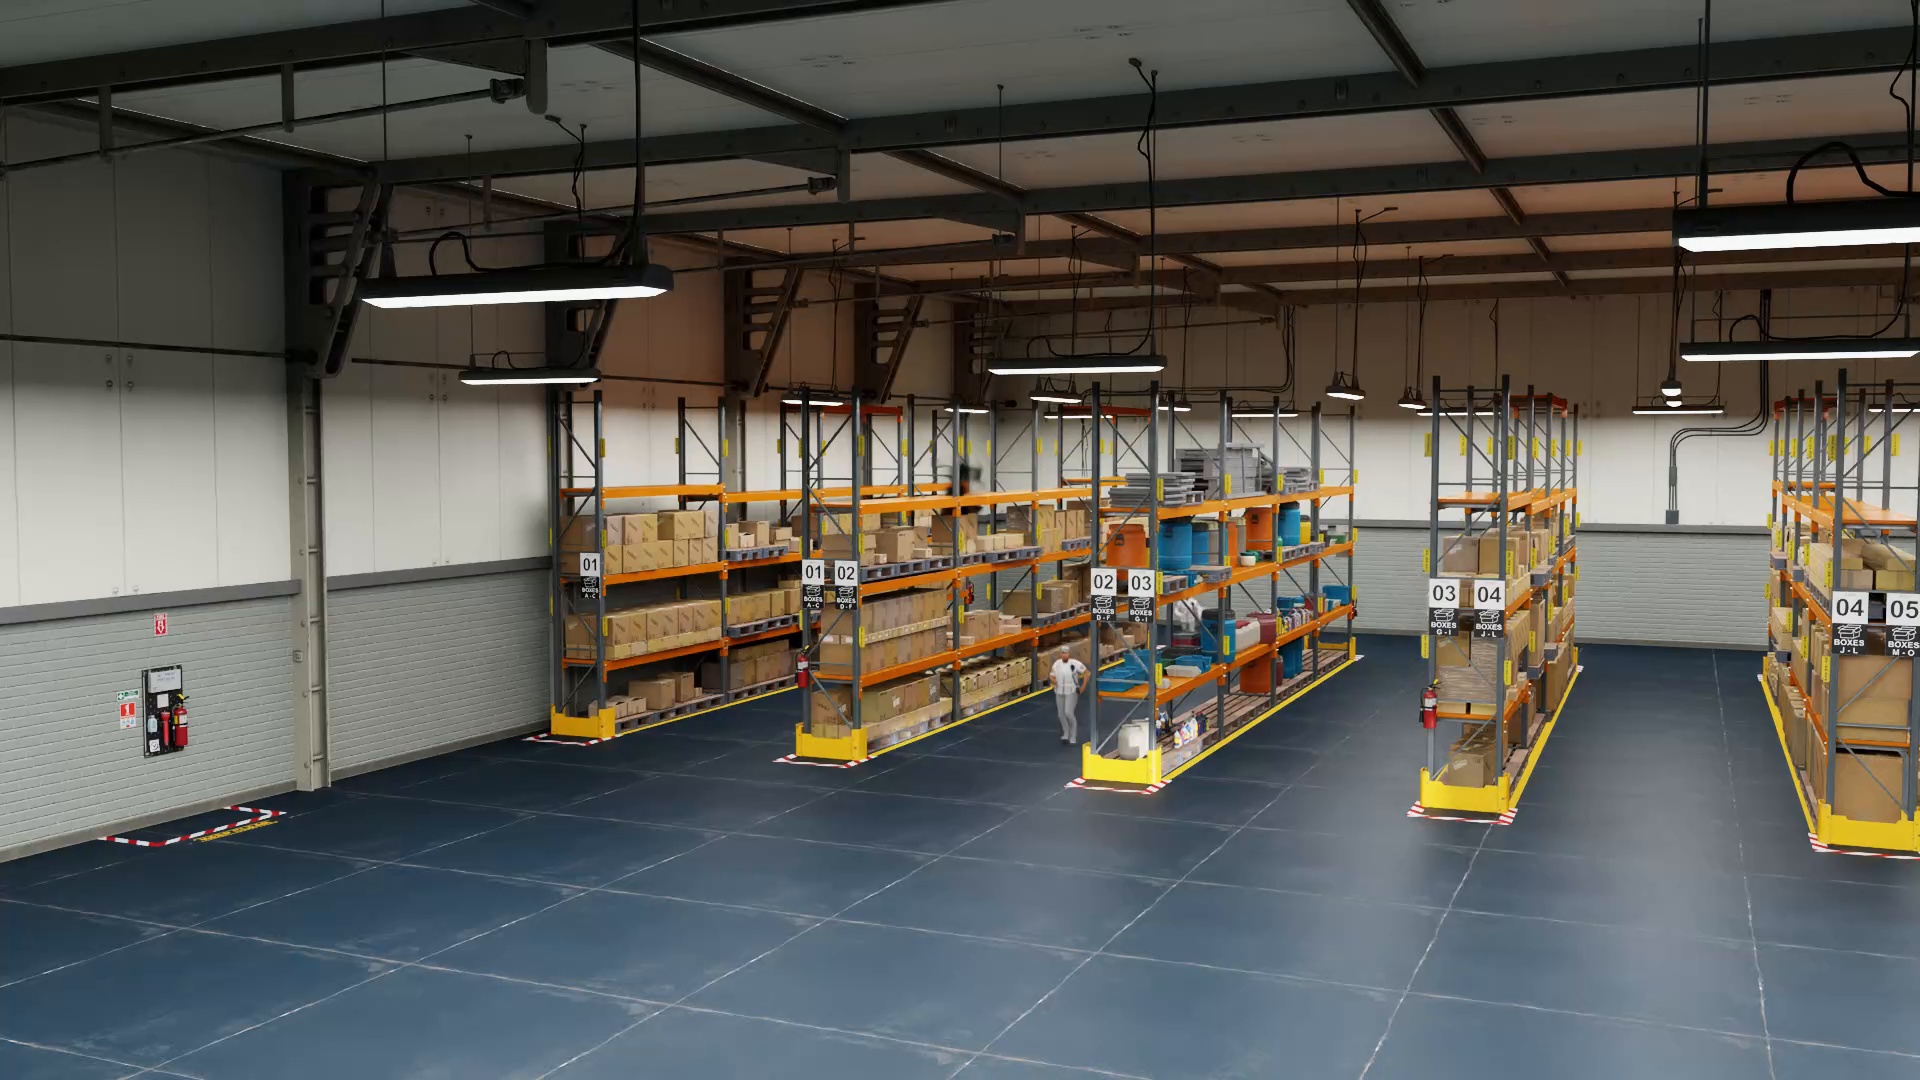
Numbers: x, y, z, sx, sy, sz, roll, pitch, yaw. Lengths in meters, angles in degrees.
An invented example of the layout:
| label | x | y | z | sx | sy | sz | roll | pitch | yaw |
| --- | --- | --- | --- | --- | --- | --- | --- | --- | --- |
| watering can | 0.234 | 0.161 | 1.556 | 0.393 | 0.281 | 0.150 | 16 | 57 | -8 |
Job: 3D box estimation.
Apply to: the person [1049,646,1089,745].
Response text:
| label | x | y | z | sx | sy | sz | roll | pitch | yaw |
| --- | --- | --- | --- | --- | --- | --- | --- | --- | --- |
| person | 1.810 | 2.637 | 28.115 | 0.619 | 1.711 | 0.673 | 1 | 3 | 22 |

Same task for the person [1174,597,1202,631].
| label | x | y | z | sx | sy | sz | roll | pitch | yaw |
| --- | --- | --- | --- | --- | --- | --- | --- | --- | --- |
| person | 5.363 | 1.993 | 39.333 | 0.626 | 1.748 | 0.796 | 1 | 3 | 13 |
